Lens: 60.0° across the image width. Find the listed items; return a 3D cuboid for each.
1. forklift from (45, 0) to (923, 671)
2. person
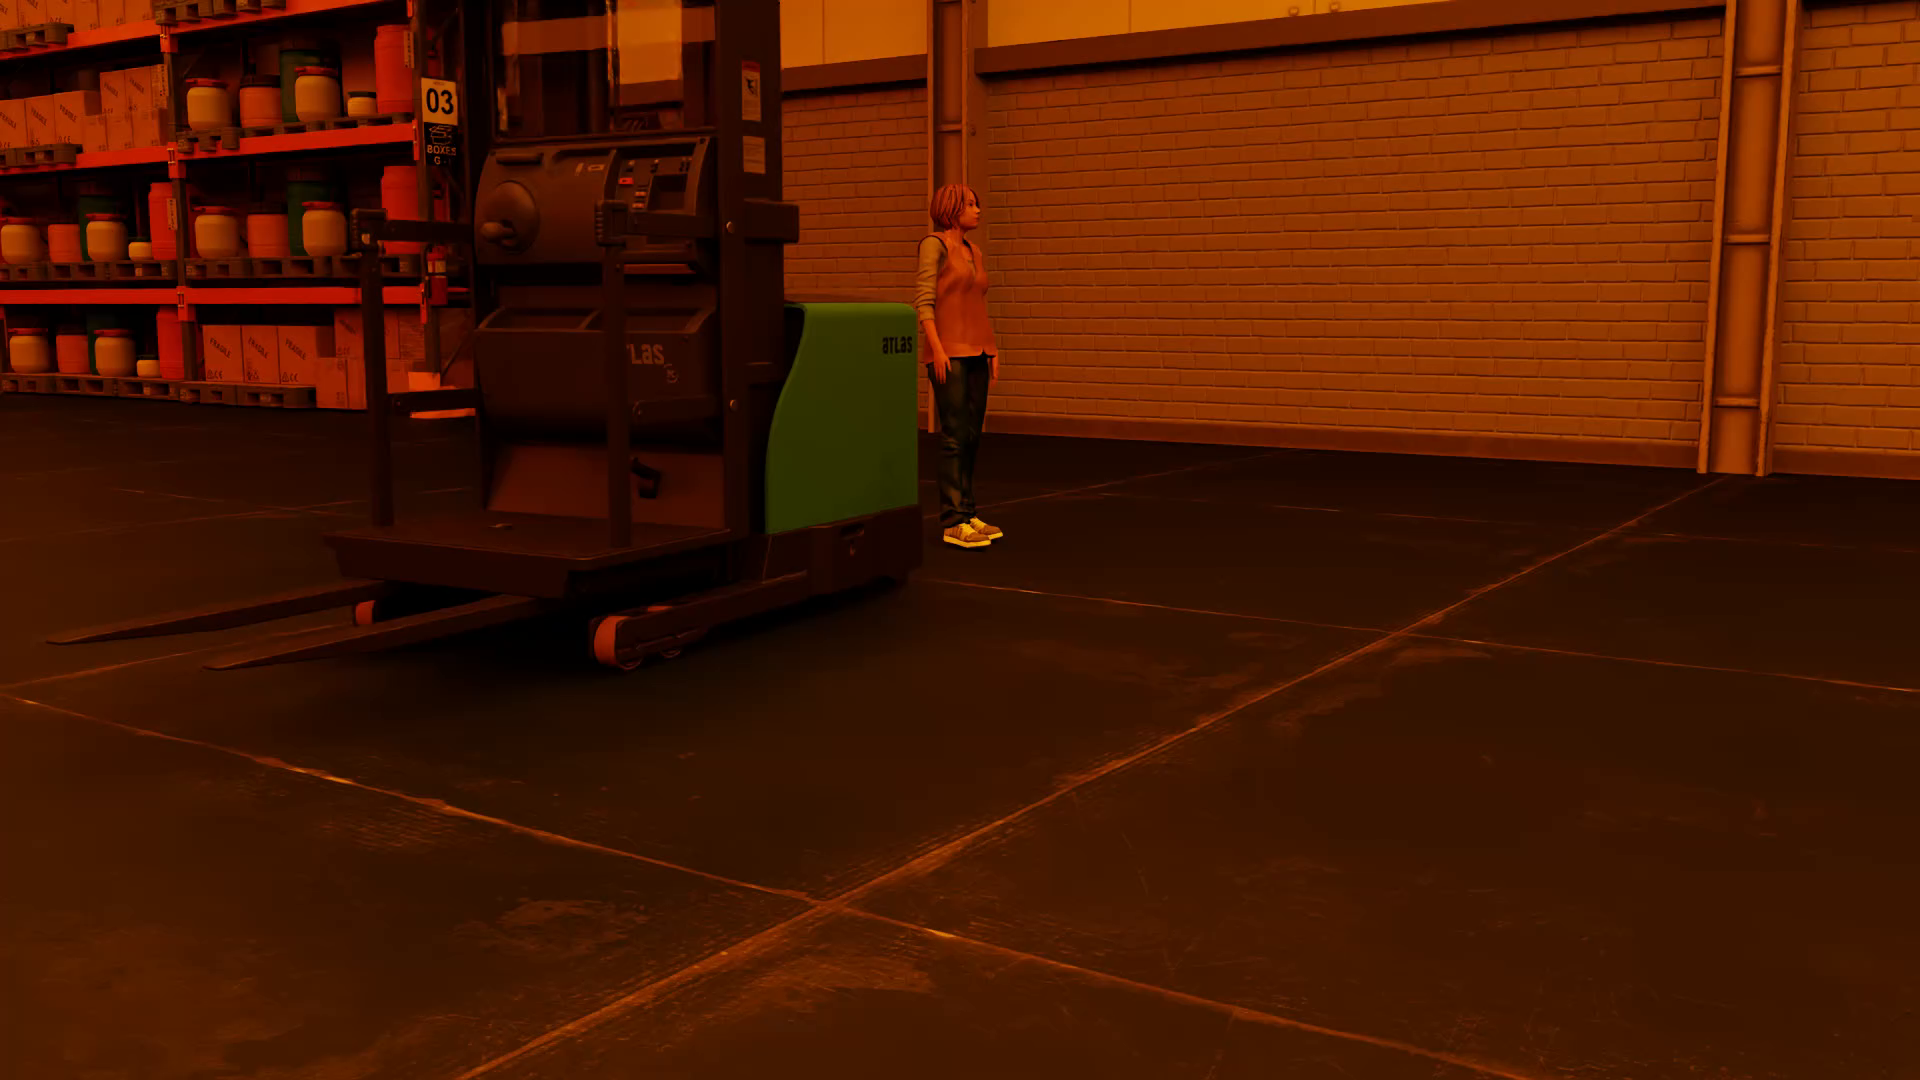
[{"bbox_3d":[-1.300,-1.138,5.198,1.130,2.935,3.031,4,9,29],"label":"forklift"},{"bbox_3d":[0.054,-0.790,7.438,0.473,1.599,0.521,5,10,34],"label":"person"}]
